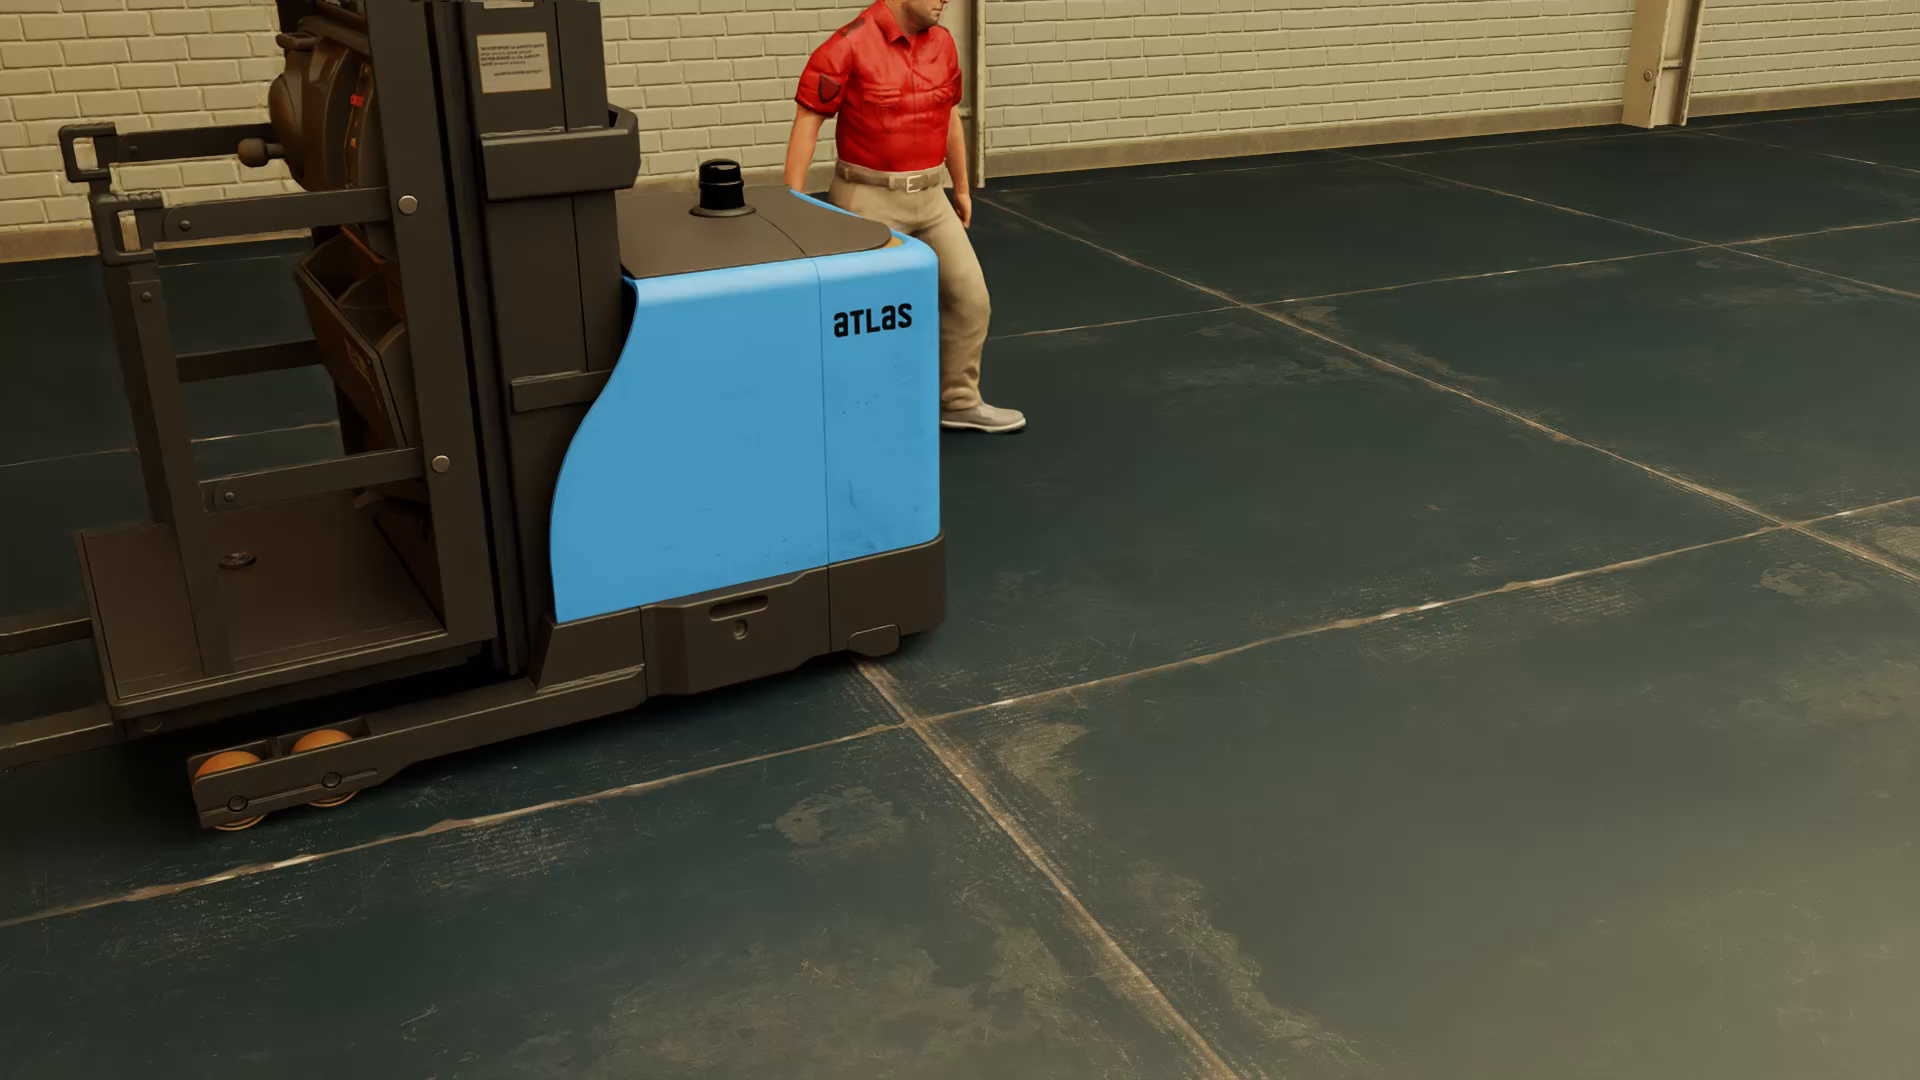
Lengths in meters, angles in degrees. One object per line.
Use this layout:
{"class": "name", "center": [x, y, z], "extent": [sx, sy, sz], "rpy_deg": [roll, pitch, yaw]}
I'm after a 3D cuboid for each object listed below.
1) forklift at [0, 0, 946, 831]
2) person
{"class": "forklift", "center": [-1.575, -0.957, 3.590], "extent": [3.031, 2.935, 1.130], "rpy_deg": [-12, 26, -27]}
{"class": "person", "center": [-0.200, -1.127, 5.630], "extent": [0.878, 1.701, 0.405], "rpy_deg": [-17, 28, -35]}
